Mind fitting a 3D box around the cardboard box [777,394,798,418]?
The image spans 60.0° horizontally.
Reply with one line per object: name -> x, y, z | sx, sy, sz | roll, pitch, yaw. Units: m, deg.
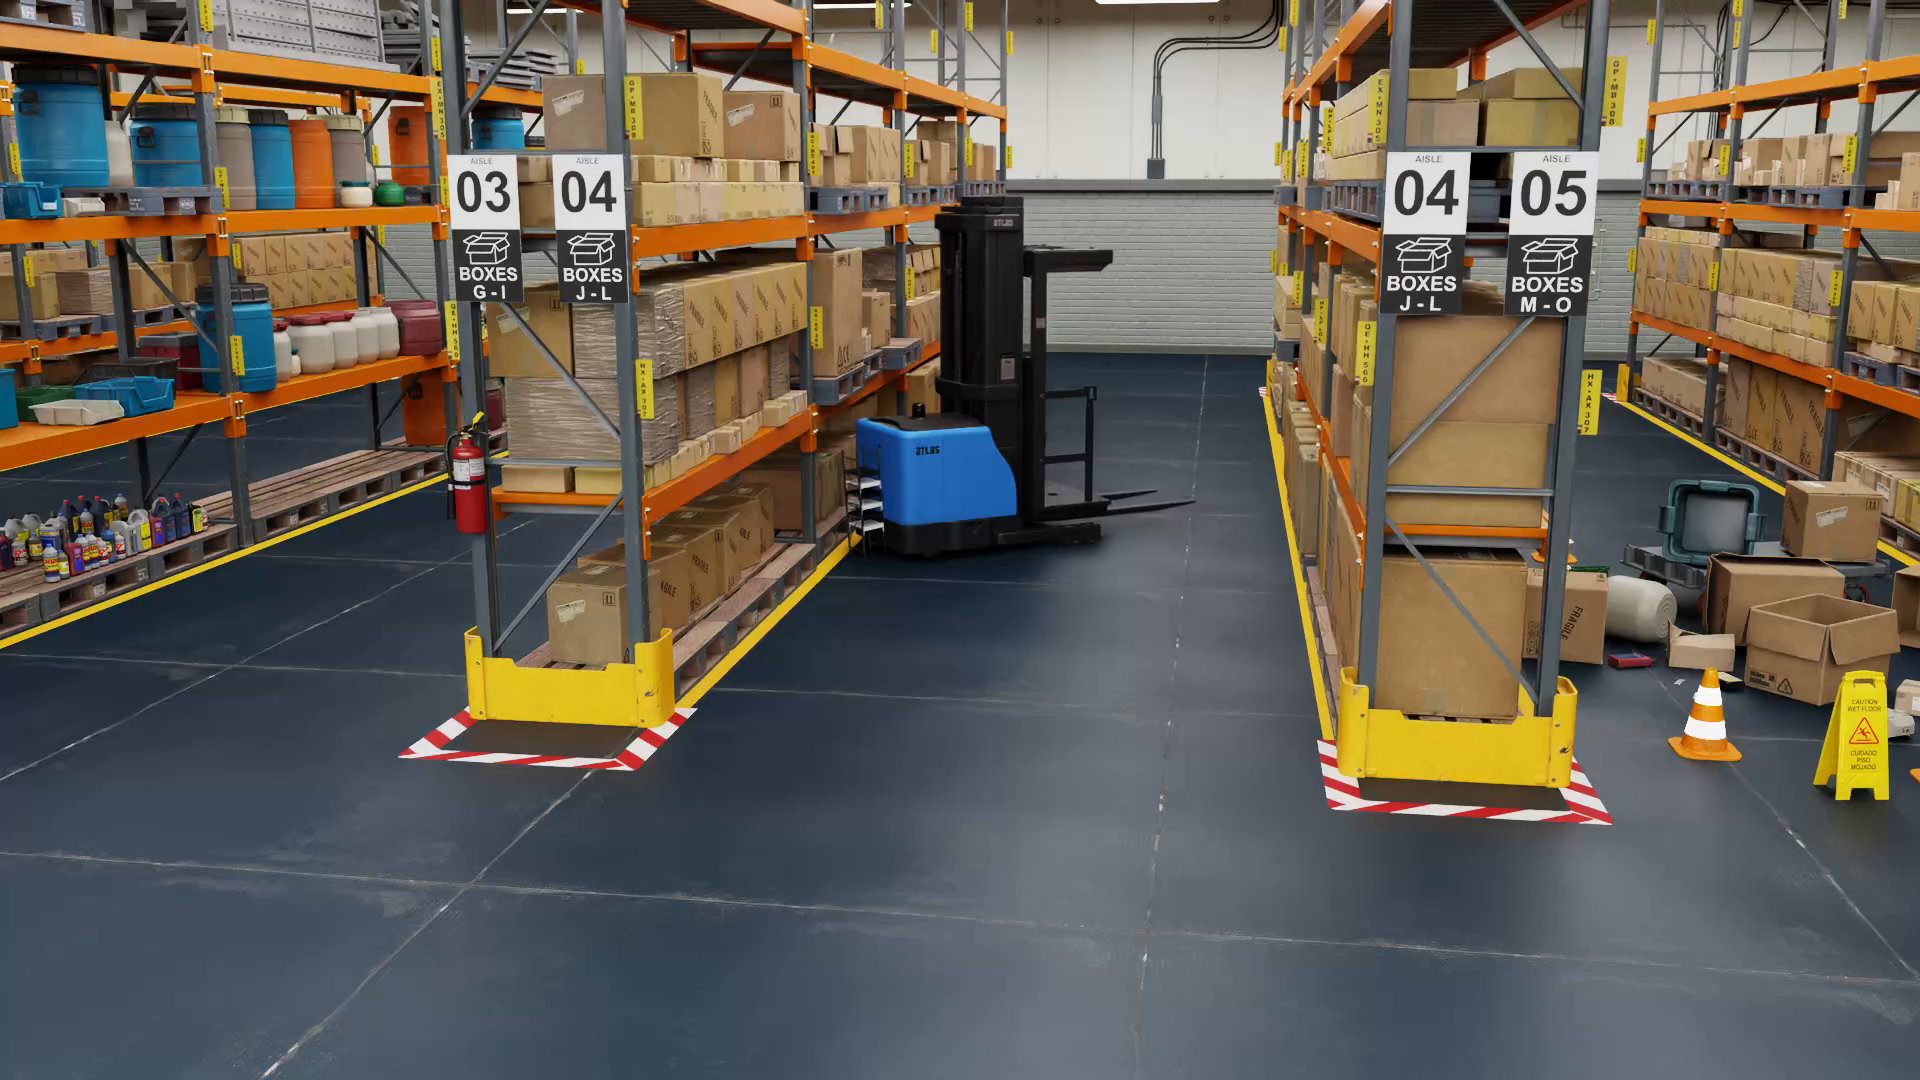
cardboard box -> -1.457, -1.032, 12.761 | 0.380, 0.149, 0.250 | 2, 12, 9

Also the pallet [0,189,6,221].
pallet -> -6.952, -2.132, 10.595 | 1.003, 0.211, 1.213 | 2, 12, 9

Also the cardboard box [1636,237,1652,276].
cardboard box -> 9.616, -3.885, 22.790 | 0.500, 0.500, 0.500 | 2, 12, 7

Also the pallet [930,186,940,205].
pallet -> -0.836, -3.837, 18.504 | 1.003, 0.211, 1.213 | 2, 12, 11

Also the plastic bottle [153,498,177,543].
plastic bottle -> -6.404, -0.159, 13.353 | 0.144, 0.351, 0.185 | 1, 12, 6

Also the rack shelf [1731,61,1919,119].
rack shelf -> 9.048, -4.575, 17.017 | 1.077, 0.370, 4.000 | 2, 12, 9

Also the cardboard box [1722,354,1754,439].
cardboard box -> 9.340, -1.641, 19.032 | 0.875, 0.875, 0.875 | 2, 12, 10

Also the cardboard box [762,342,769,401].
cardboard box -> -1.909, -1.261, 12.281 | 0.875, 0.500, 0.500 | 2, 12, 9

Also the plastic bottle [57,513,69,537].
plastic bottle -> -7.109, -0.077, 13.164 | 0.097, 0.271, 0.097 | 0, 12, 0

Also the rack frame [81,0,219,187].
rack frame -> -6.561, -4.354, 13.339 | 1.000, 3.000, 0.127 | 2, 12, 9

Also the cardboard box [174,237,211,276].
cardboard box -> -10.402, -3.900, 22.858 | 0.500, 0.500, 0.500 | 2, 12, 9

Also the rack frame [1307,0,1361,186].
rack frame -> 3.834, -4.845, 15.614 | 1.000, 3.000, 0.127 | 2, 12, 9

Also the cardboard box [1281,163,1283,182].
cardboard box -> 4.661, -5.023, 22.732 | 0.500, 0.250, 0.500 | 2, 12, 8

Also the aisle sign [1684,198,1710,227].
aisle sign -> 10.288, -4.714, 23.076 | 0.394, 0.787, 0.004 | 2, 12, 9

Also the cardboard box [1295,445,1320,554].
cardboard box -> 3.225, -0.317, 13.189 | 1.050, 0.750, 0.750 | 2, 12, 8

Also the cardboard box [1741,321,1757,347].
cardboard box -> 8.855, -2.235, 18.101 | 0.500, 0.250, 0.500 | 2, 12, 8

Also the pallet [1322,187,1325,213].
pallet -> 3.618, -2.918, 14.240 | 1.003, 0.211, 1.213 | 2, 12, 11

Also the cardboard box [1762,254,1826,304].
cardboard box -> 8.800, -2.742, 17.486 | 0.500, 0.500, 0.500 | 2, 12, 8

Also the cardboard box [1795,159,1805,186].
cardboard box -> 8.607, -3.677, 16.637 | 0.396, 0.266, 0.258 | 2, 12, 7

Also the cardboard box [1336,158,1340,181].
cardboard box -> 2.749, -2.507, 11.247 | 0.380, 0.149, 0.250 | 2, 12, 9

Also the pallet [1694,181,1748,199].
pallet -> 9.492, -4.198, 19.945 | 1.003, 0.211, 1.213 | 2, 12, 9

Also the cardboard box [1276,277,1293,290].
cardboard box -> 3.897, -2.993, 19.448 | 0.380, 0.149, 0.250 | 2, 12, 10

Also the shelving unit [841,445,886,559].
shelving unit -> -0.797, -0.315, 13.787 | 0.210, 0.900, 0.258 | -14, 18, -34

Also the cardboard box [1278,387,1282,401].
cardboard box -> 4.213, -1.835, 20.950 | 0.380, 0.149, 0.250 | 1, 12, 6

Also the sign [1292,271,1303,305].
sign -> 3.296, -2.455, 16.205 | 0.100, 0.325, 0.005 | 2, 12, 9

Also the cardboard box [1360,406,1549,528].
cardboard box -> 2.616, -0.399, 8.868 | 0.875, 0.550, 0.550 | 2, 12, 9

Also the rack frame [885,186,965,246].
rack frame -> -0.436, -2.927, 20.953 | 1.000, 3.000, 0.127 | 2, 12, 9

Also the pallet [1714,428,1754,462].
pallet -> 9.312, -1.079, 19.001 | 1.003, 0.211, 1.213 | 2, 12, 9

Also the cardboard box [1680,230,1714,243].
cardboard box -> 9.371, -3.850, 21.090 | 0.380, 0.149, 0.250 | 2, 12, 9

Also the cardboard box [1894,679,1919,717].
cardboard box -> 5.716, 0.948, 9.742 | 0.380, 0.149, 0.250 | 10, 15, 38

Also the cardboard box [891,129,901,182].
cardboard box -> -0.878, -3.746, 16.212 | 0.500, 0.500, 0.500 | 2, 12, 10

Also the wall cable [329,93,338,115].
wall cable -> -10.608, -9.203, 31.217 | 3.097, 2.526, 0.112 | 2, 12, 9

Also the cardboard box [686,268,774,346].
cardboard box -> -1.617, -1.634, 11.637 | 0.500, 0.500, 0.500 | 2, 12, 9

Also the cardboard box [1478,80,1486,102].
cardboard box -> 3.127, -2.505, 9.347 | 0.380, 0.149, 0.250 | 2, 12, 8

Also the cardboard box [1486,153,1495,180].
cardboard box -> 3.051, -2.011, 8.946 | 0.380, 0.149, 0.250 | 2, 12, 9

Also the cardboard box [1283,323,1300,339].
cardboard box -> 3.456, -2.112, 16.774 | 0.380, 0.149, 0.250 | 2, 12, 10

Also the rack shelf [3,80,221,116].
rack shelf -> -10.532, -5.218, 20.000 | 1.077, 0.370, 4.000 | 2, 12, 9

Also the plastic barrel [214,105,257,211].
plastic barrel -> -6.596, -3.382, 14.757 | 0.600, 0.901, 0.600 | 0, 12, 0

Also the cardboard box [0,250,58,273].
cardboard box -> -14.674, -4.129, 25.821 | 0.980, 0.700, 0.700 | 2, 12, 8

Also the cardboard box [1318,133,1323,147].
cardboard box -> 3.639, -3.894, 16.269 | 0.396, 0.266, 0.258 | 2, 12, 9

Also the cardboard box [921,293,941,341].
cardboard box -> -0.477, -2.553, 18.984 | 0.500, 0.500, 0.500 | 2, 12, 9

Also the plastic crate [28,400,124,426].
plastic crate -> -6.560, -0.947, 12.392 | 0.530, 0.136, 0.437 | 2, 12, 9

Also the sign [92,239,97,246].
sign -> -13.970, -4.902, 26.809 | 0.100, 0.325, 0.005 | 2, 12, 9

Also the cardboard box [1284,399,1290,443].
cardboard box -> 3.826, -1.260, 18.155 | 0.500, 0.500, 0.500 | 1, 12, 6

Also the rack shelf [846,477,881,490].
rack shelf -> -0.805, -0.457, 13.750 | 0.200, 0.077, 0.258 | -14, 18, -34

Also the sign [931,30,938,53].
sign -> -0.368, -7.245, 24.159 | 0.100, 0.325, 0.005 | 2, 12, 9

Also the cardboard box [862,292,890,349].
cardboard box -> -1.082, -2.115, 15.953 | 0.700, 0.500, 0.500 | 4, 13, 17

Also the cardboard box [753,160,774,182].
cardboard box -> -1.533, -2.606, 11.756 | 0.380, 0.149, 0.250 | 1, 12, 7

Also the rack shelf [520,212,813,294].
rack shelf -> -1.974, -1.960, 11.054 | 1.077, 0.370, 4.000 | 2, 12, 9

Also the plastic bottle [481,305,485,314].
plastic bottle -> -5.920, -2.750, 20.427 | 0.152, 0.276, 0.135 | 2, 12, 9

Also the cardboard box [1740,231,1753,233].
cardboard box -> 9.850, -3.730, 20.531 | 0.380, 0.149, 0.250 | 2, 12, 7

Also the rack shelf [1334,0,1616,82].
rack shelf -> 2.911, -3.049, 9.937 | 1.077, 0.370, 4.000 | 2, 12, 9

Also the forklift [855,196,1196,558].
forklift -> 0.645, -1.482, 14.414 | 3.031, 2.935, 1.130 | -6, 14, -27

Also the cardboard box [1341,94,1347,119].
cardboard box -> 2.711, -2.844, 10.917 | 0.380, 0.149, 0.250 | 2, 12, 8

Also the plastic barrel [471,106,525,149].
plastic barrel -> -5.442, -4.644, 19.613 | 0.600, 0.901, 0.708 | 2, 12, 9
